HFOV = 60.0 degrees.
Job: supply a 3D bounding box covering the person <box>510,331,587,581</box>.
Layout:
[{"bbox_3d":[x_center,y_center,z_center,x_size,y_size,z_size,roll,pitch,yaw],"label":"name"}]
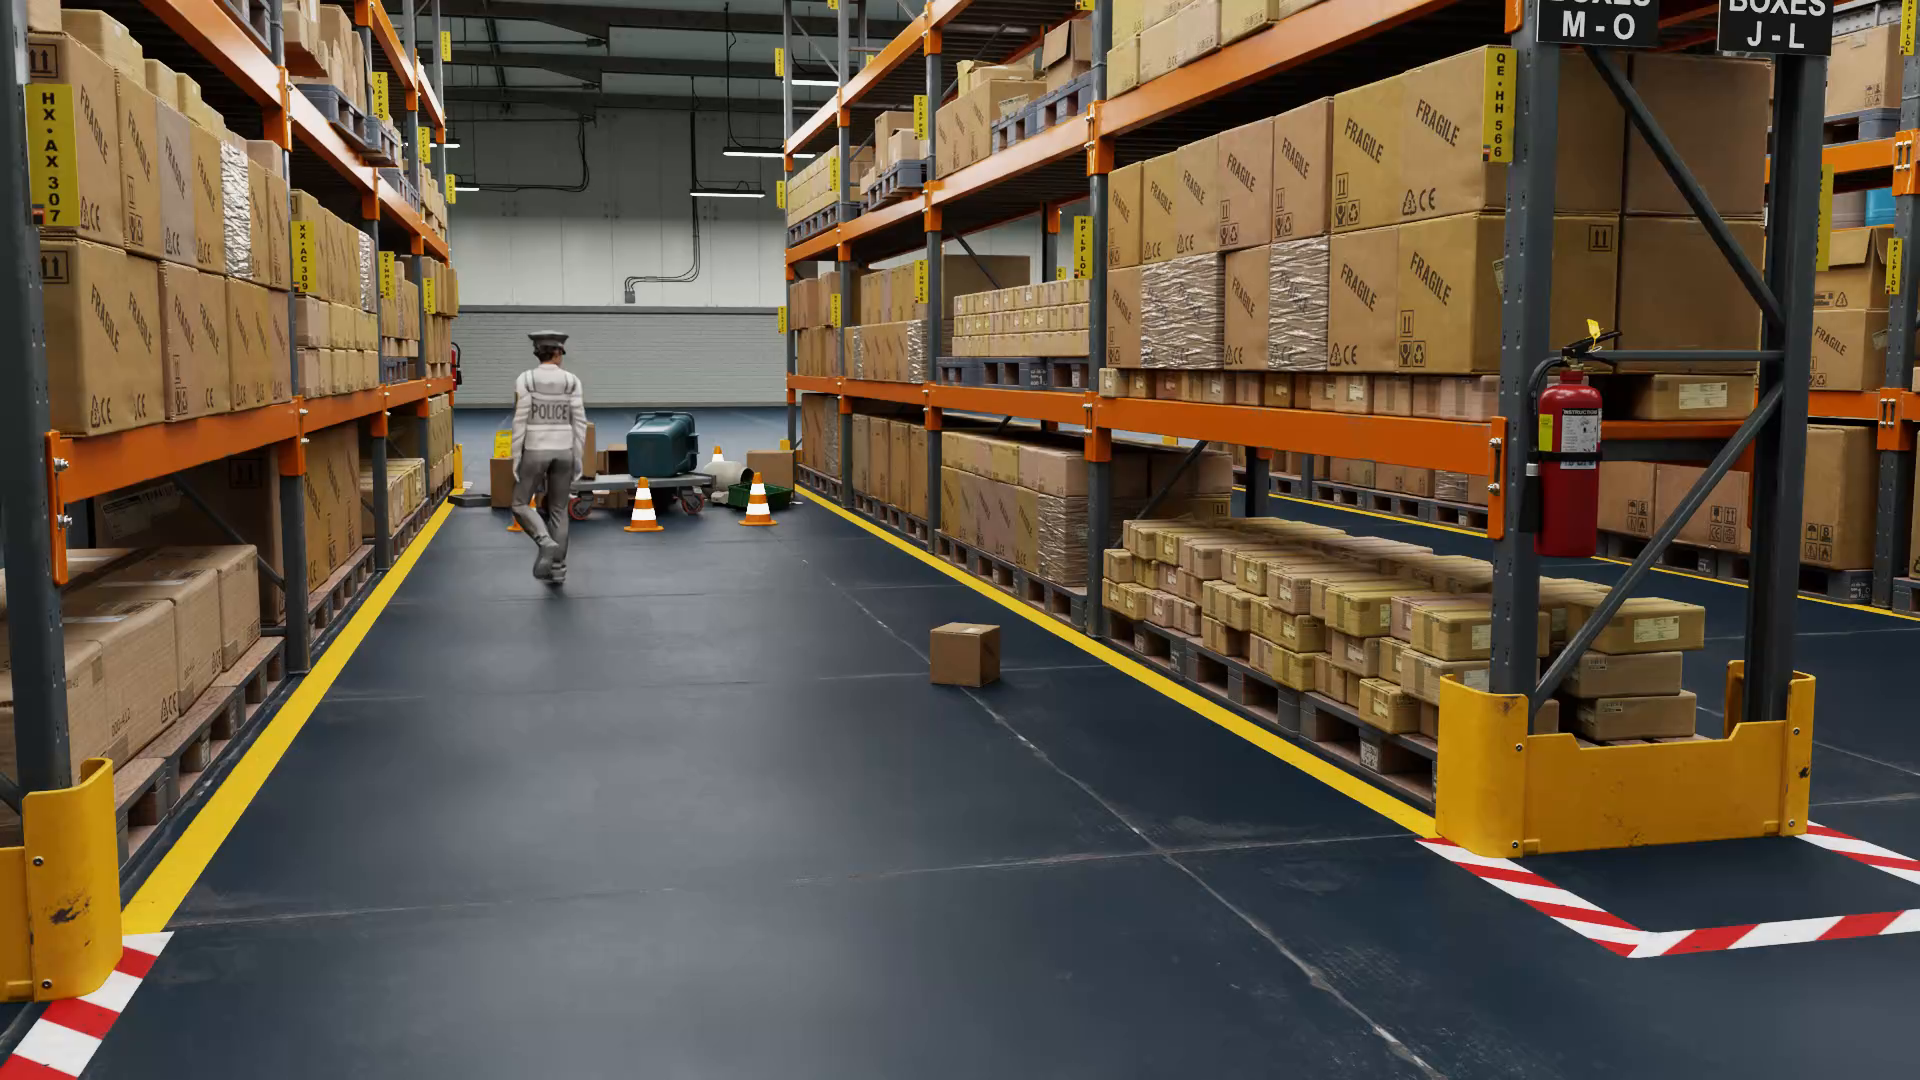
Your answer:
[{"bbox_3d":[-2.712,-0.540,10.945,0.504,1.660,0.564,-4,7,-31],"label":"person"}]
